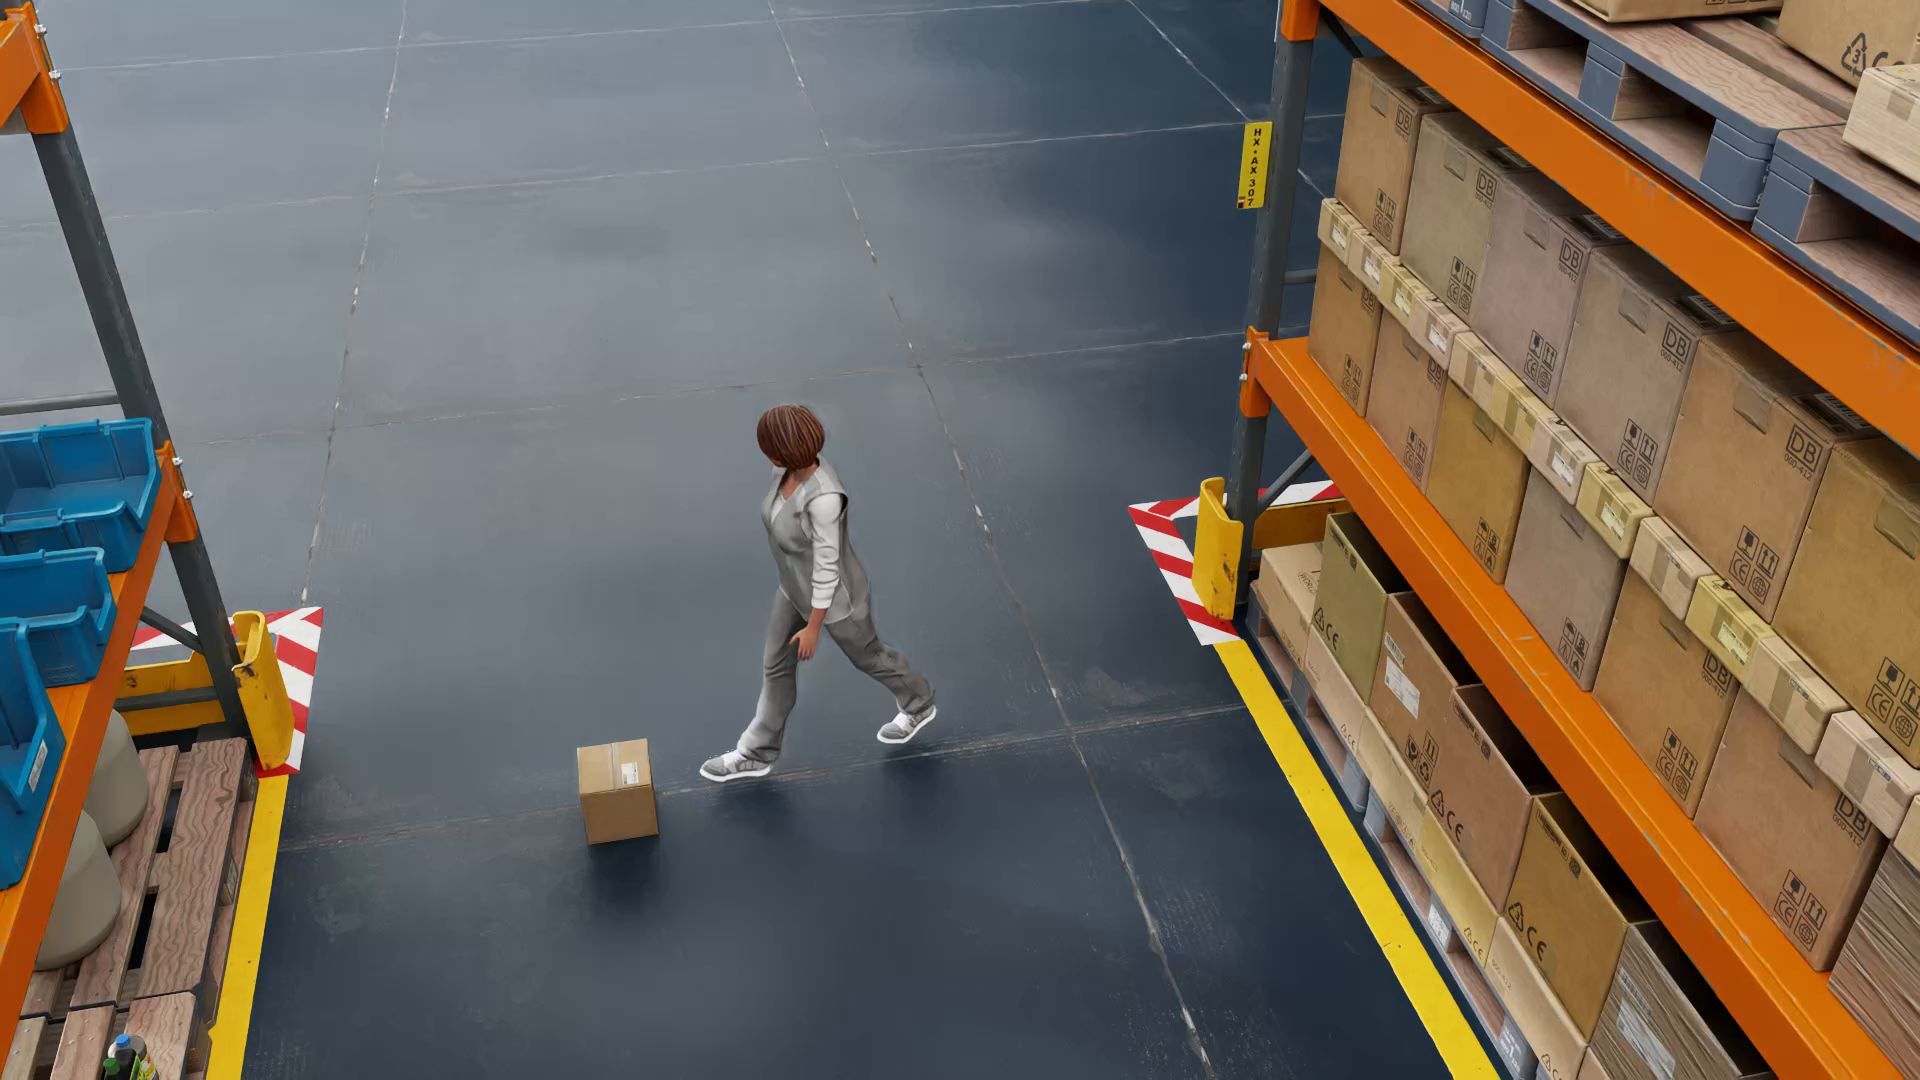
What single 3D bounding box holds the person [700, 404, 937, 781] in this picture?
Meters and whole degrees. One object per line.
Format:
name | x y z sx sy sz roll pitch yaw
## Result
person | -0.508 0.189 5.873 0.933 1.539 0.425 -20 40 -26
